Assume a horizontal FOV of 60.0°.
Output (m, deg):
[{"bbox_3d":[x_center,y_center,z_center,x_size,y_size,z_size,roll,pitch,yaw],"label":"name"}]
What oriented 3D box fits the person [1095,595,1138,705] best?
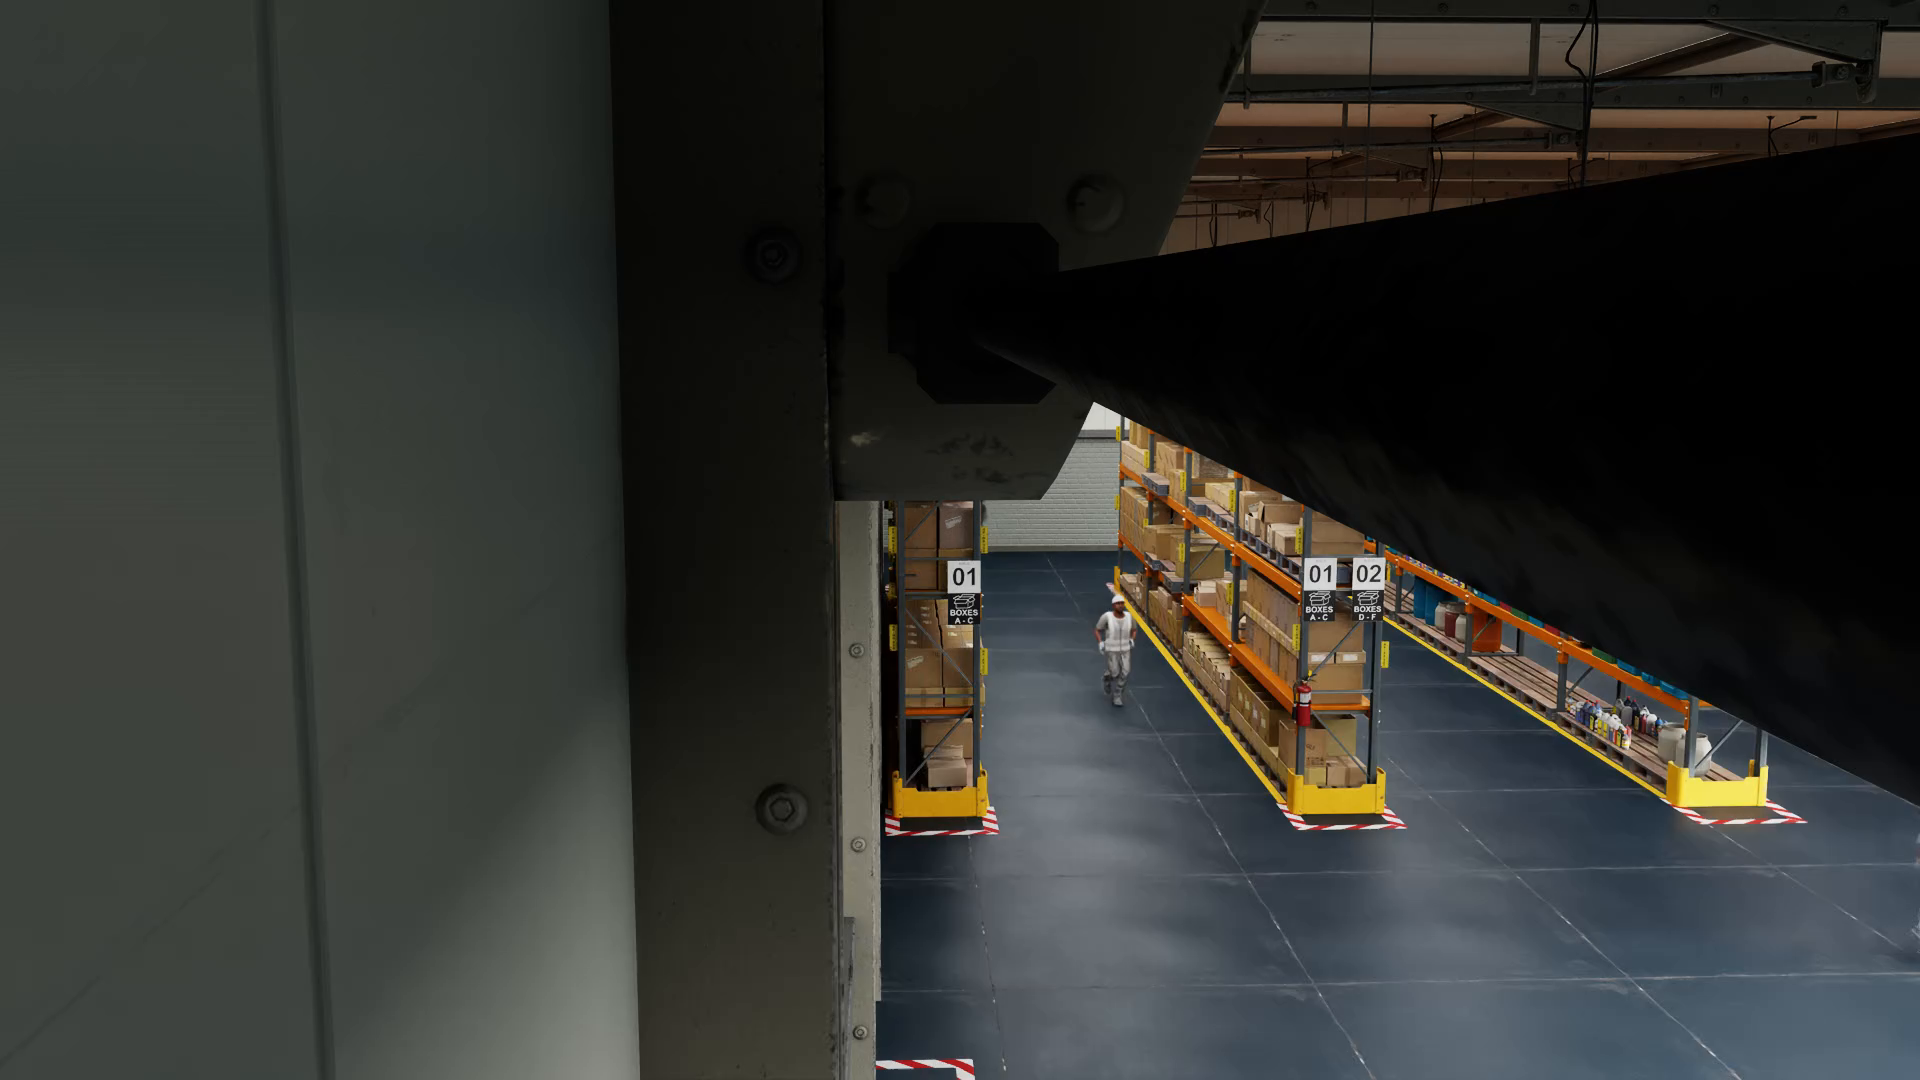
[{"bbox_3d":[2.479,1.722,26.151,0.686,1.734,0.604,-2,8,-12],"label":"person"}]
